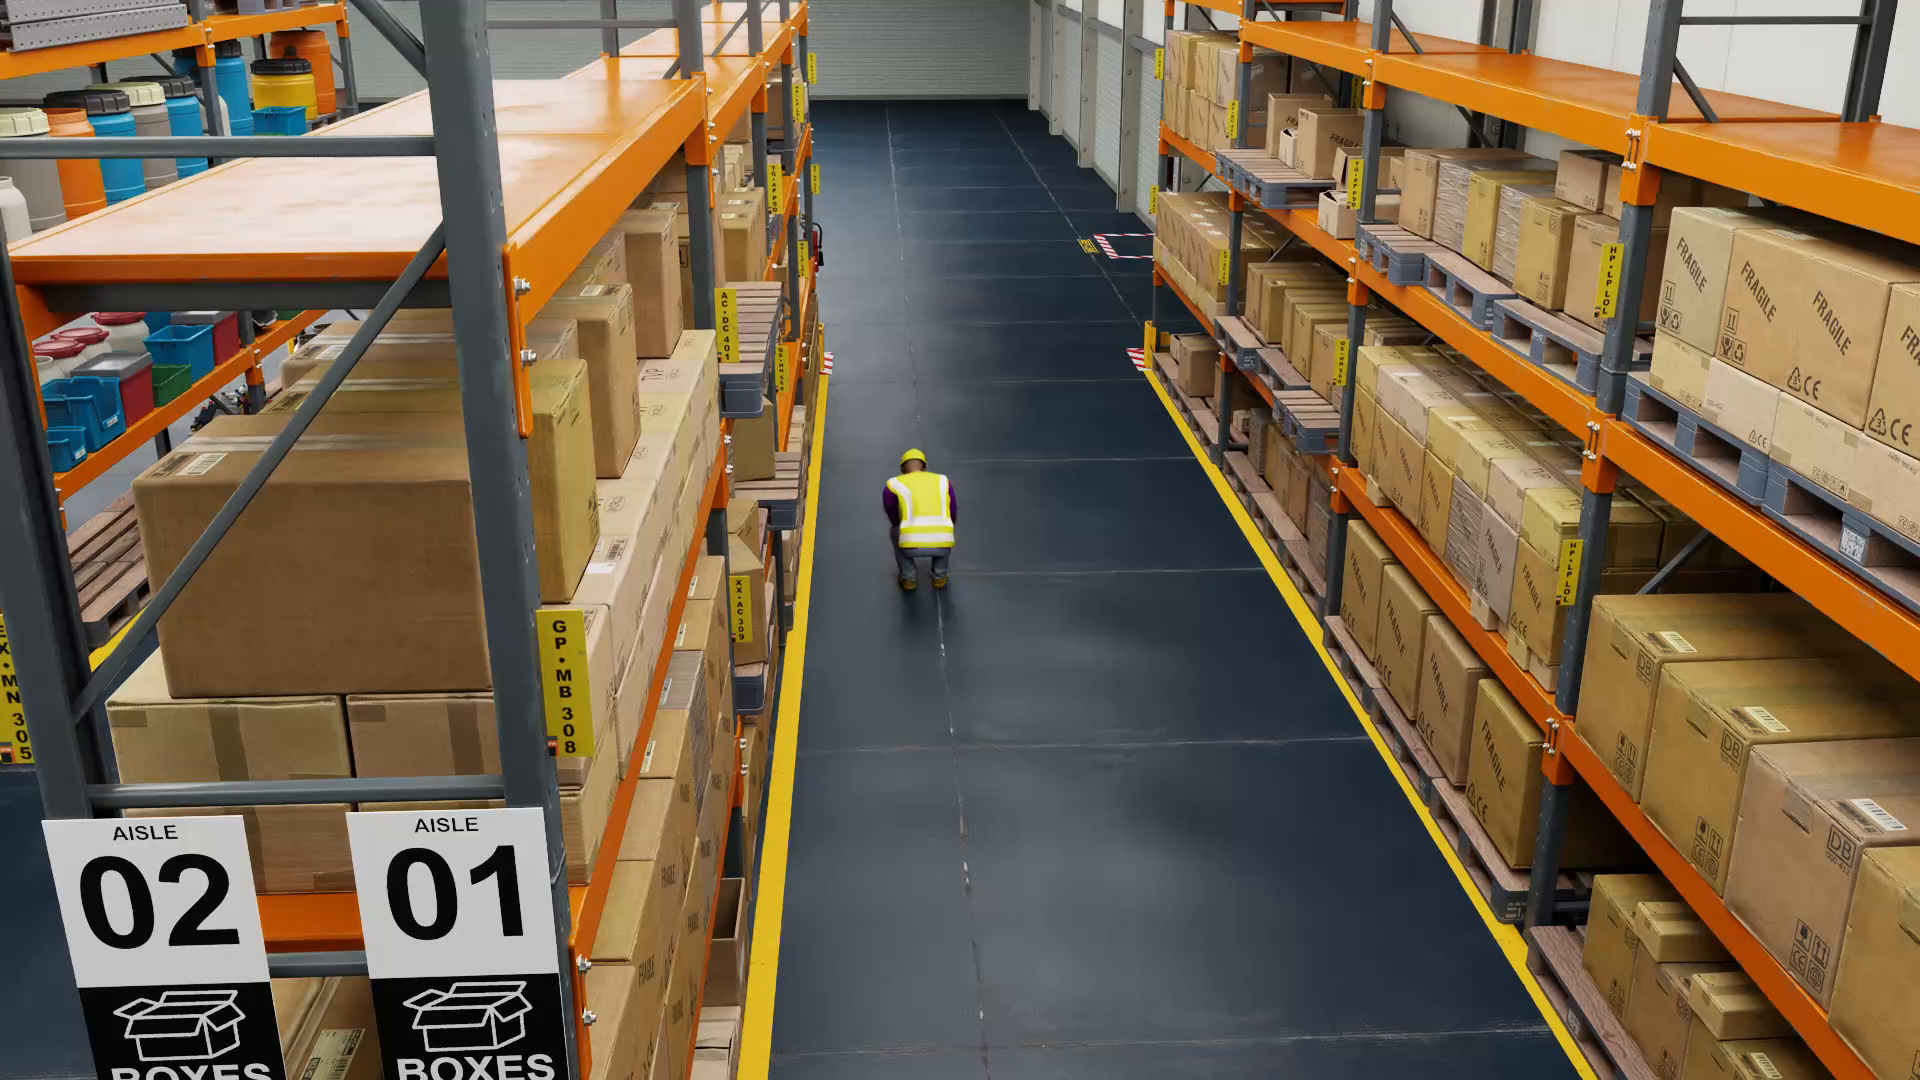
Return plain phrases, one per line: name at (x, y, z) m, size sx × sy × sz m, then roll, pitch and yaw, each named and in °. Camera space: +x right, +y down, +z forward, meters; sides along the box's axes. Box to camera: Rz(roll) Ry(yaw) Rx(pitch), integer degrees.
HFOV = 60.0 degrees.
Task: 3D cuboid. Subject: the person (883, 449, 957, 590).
person at (-0.307, -0.163, 13.101) m, size 0.593 × 1.001 × 0.862 m, roll -1°, pitch 20°, yaw -3°
